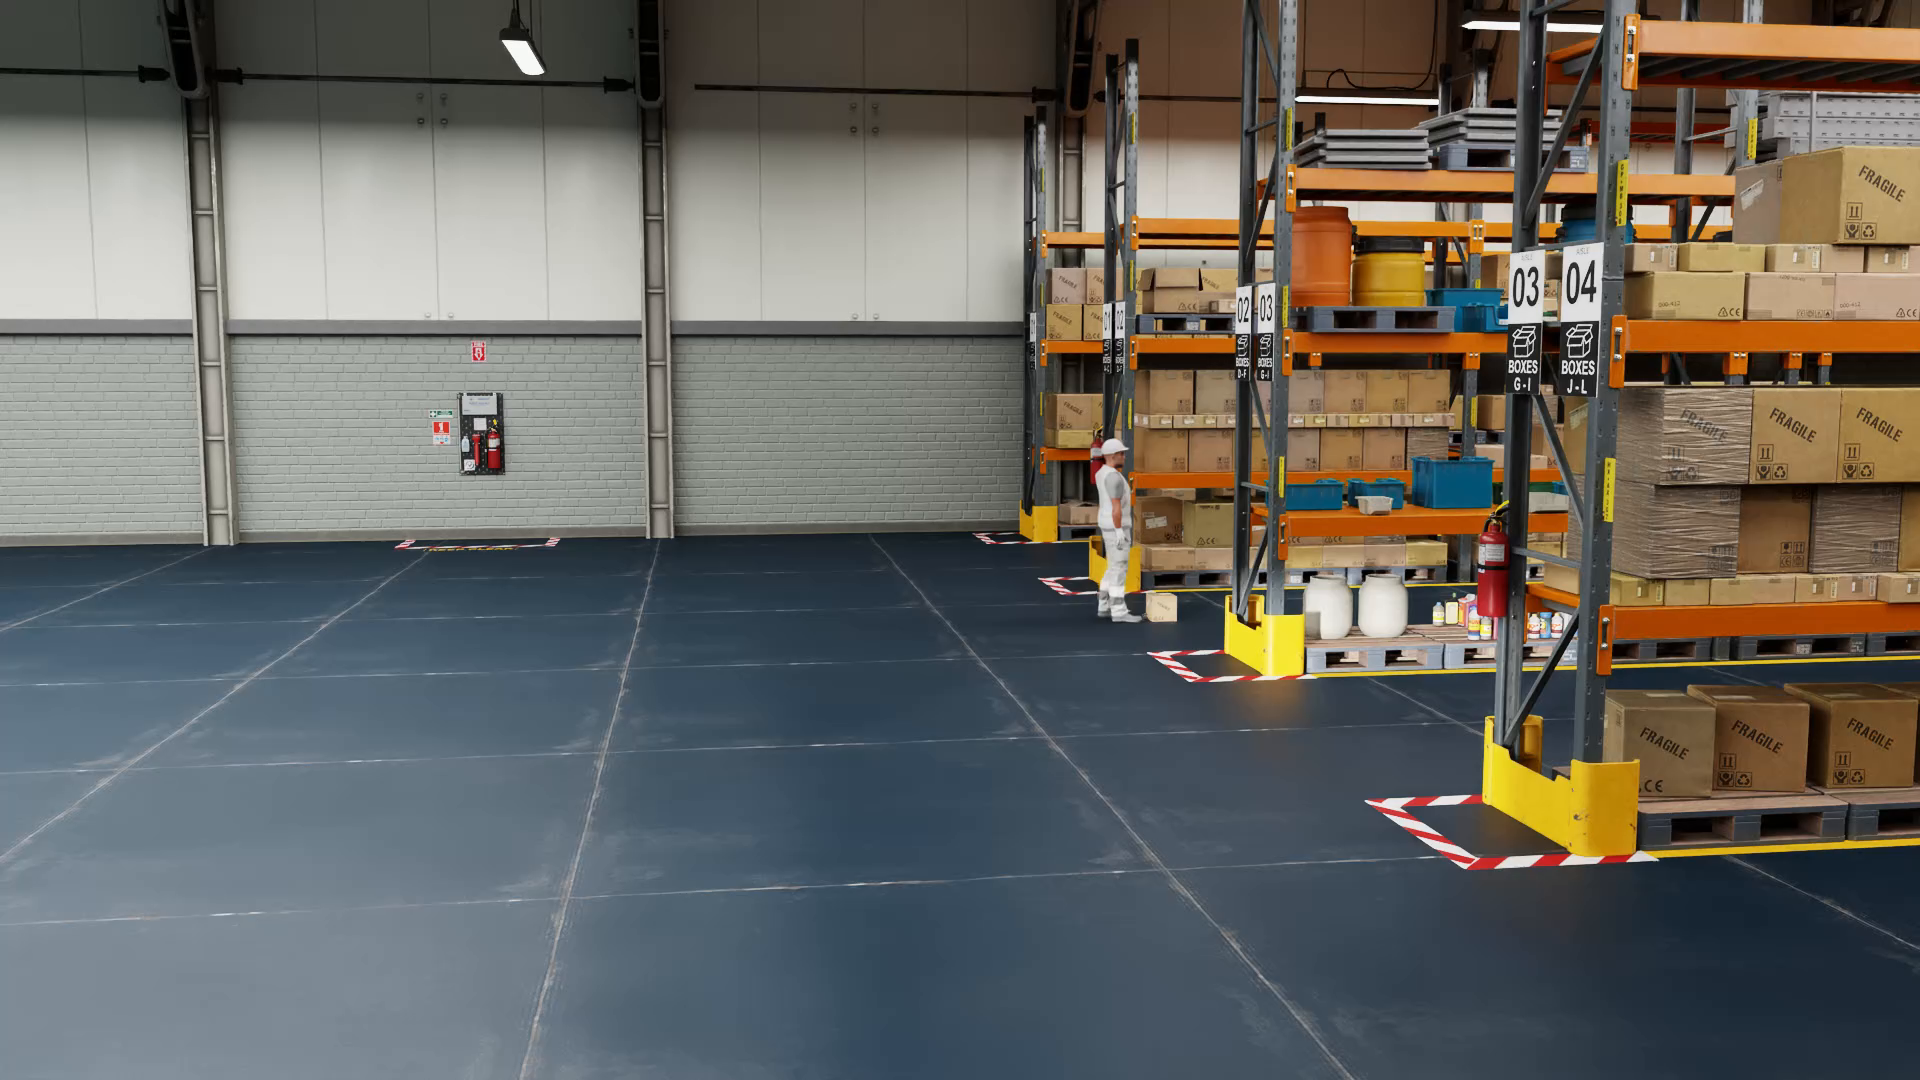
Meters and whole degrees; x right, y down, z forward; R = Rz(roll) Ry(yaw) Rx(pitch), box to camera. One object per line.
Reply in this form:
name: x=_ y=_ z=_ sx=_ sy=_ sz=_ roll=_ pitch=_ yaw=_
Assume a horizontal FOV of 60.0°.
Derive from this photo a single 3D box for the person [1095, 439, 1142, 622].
person: x=1.565 y=-0.093 z=16.385 sx=0.429 sy=1.809 sz=0.587 roll=-1 pitch=6 yaw=-8
